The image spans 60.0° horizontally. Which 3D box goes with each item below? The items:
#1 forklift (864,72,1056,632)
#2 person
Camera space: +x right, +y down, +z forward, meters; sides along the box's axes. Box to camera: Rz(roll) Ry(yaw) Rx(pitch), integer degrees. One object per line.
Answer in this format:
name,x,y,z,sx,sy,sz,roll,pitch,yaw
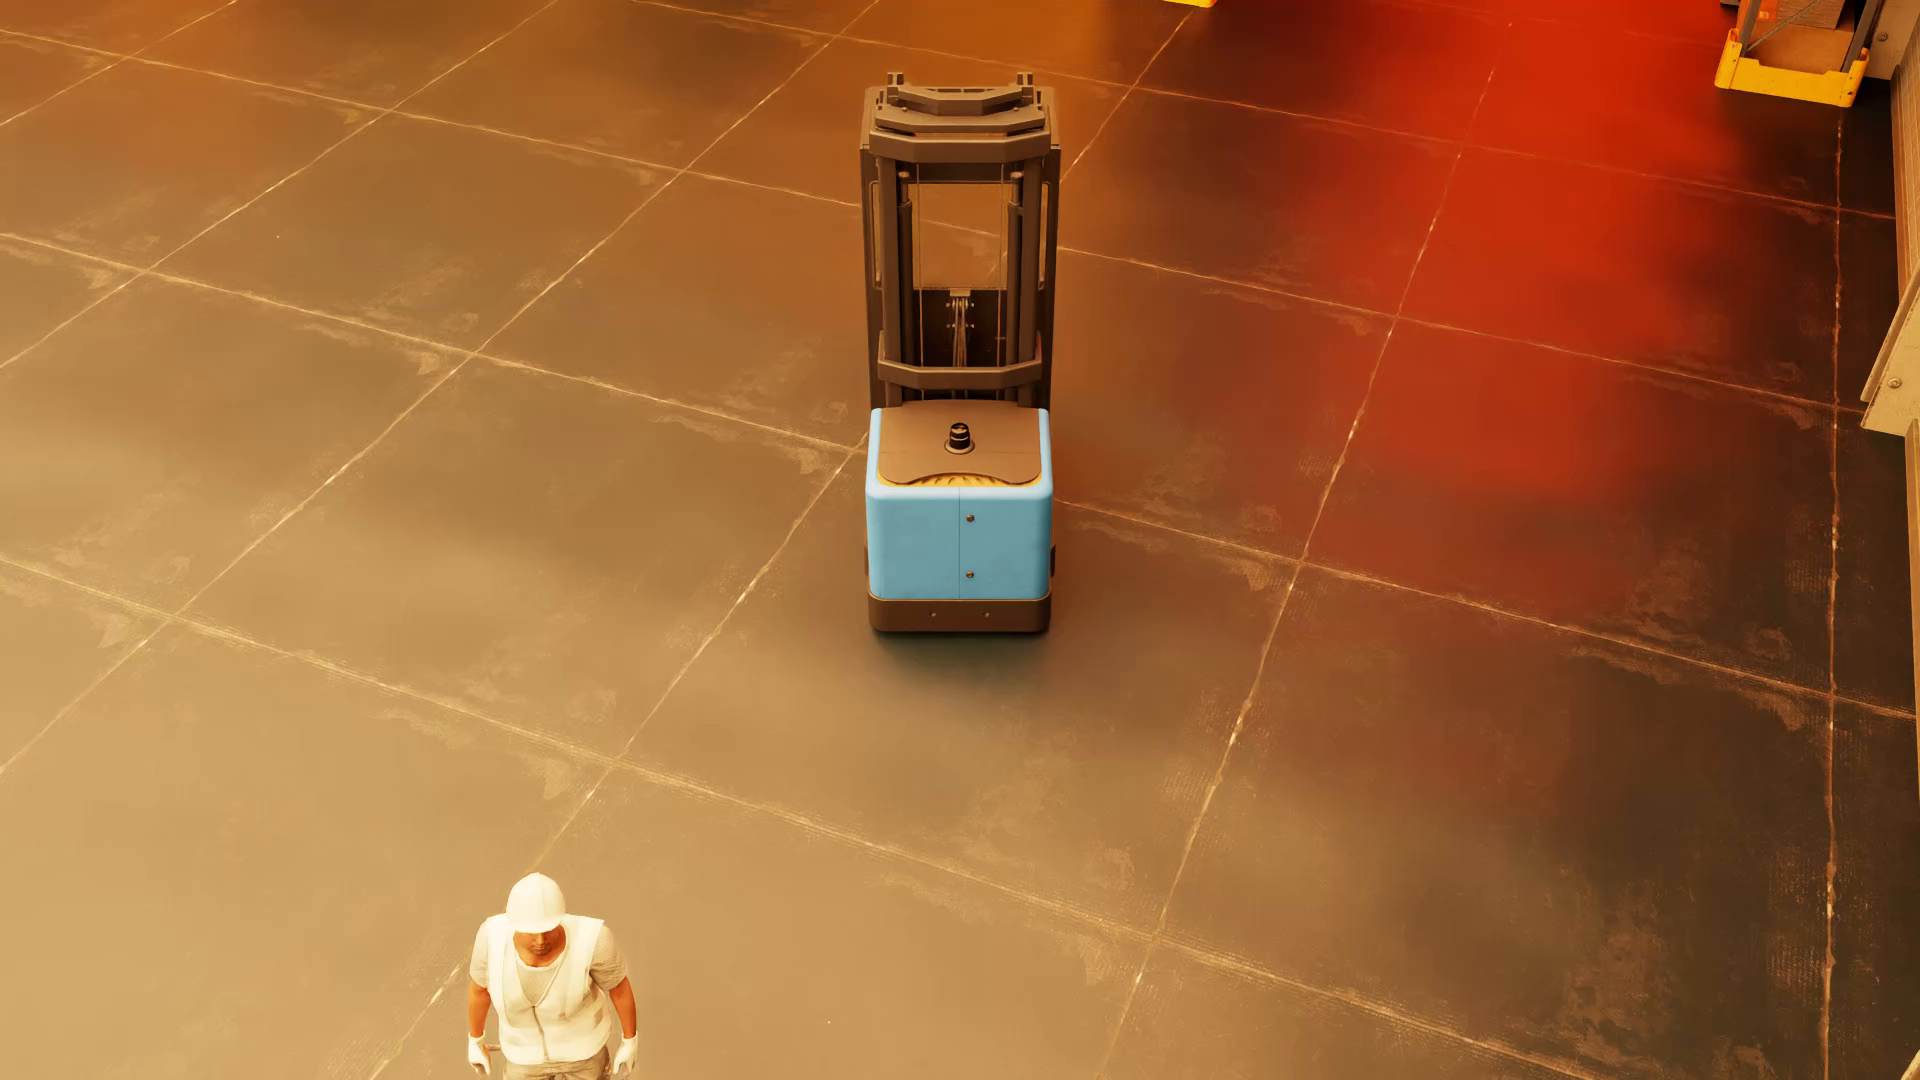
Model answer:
forklift,0.002,-1.515,9.816,1.130,2.935,3.031,0,40,0
person,-1.587,2.027,6.496,0.657,1.745,0.577,-3,40,-3
